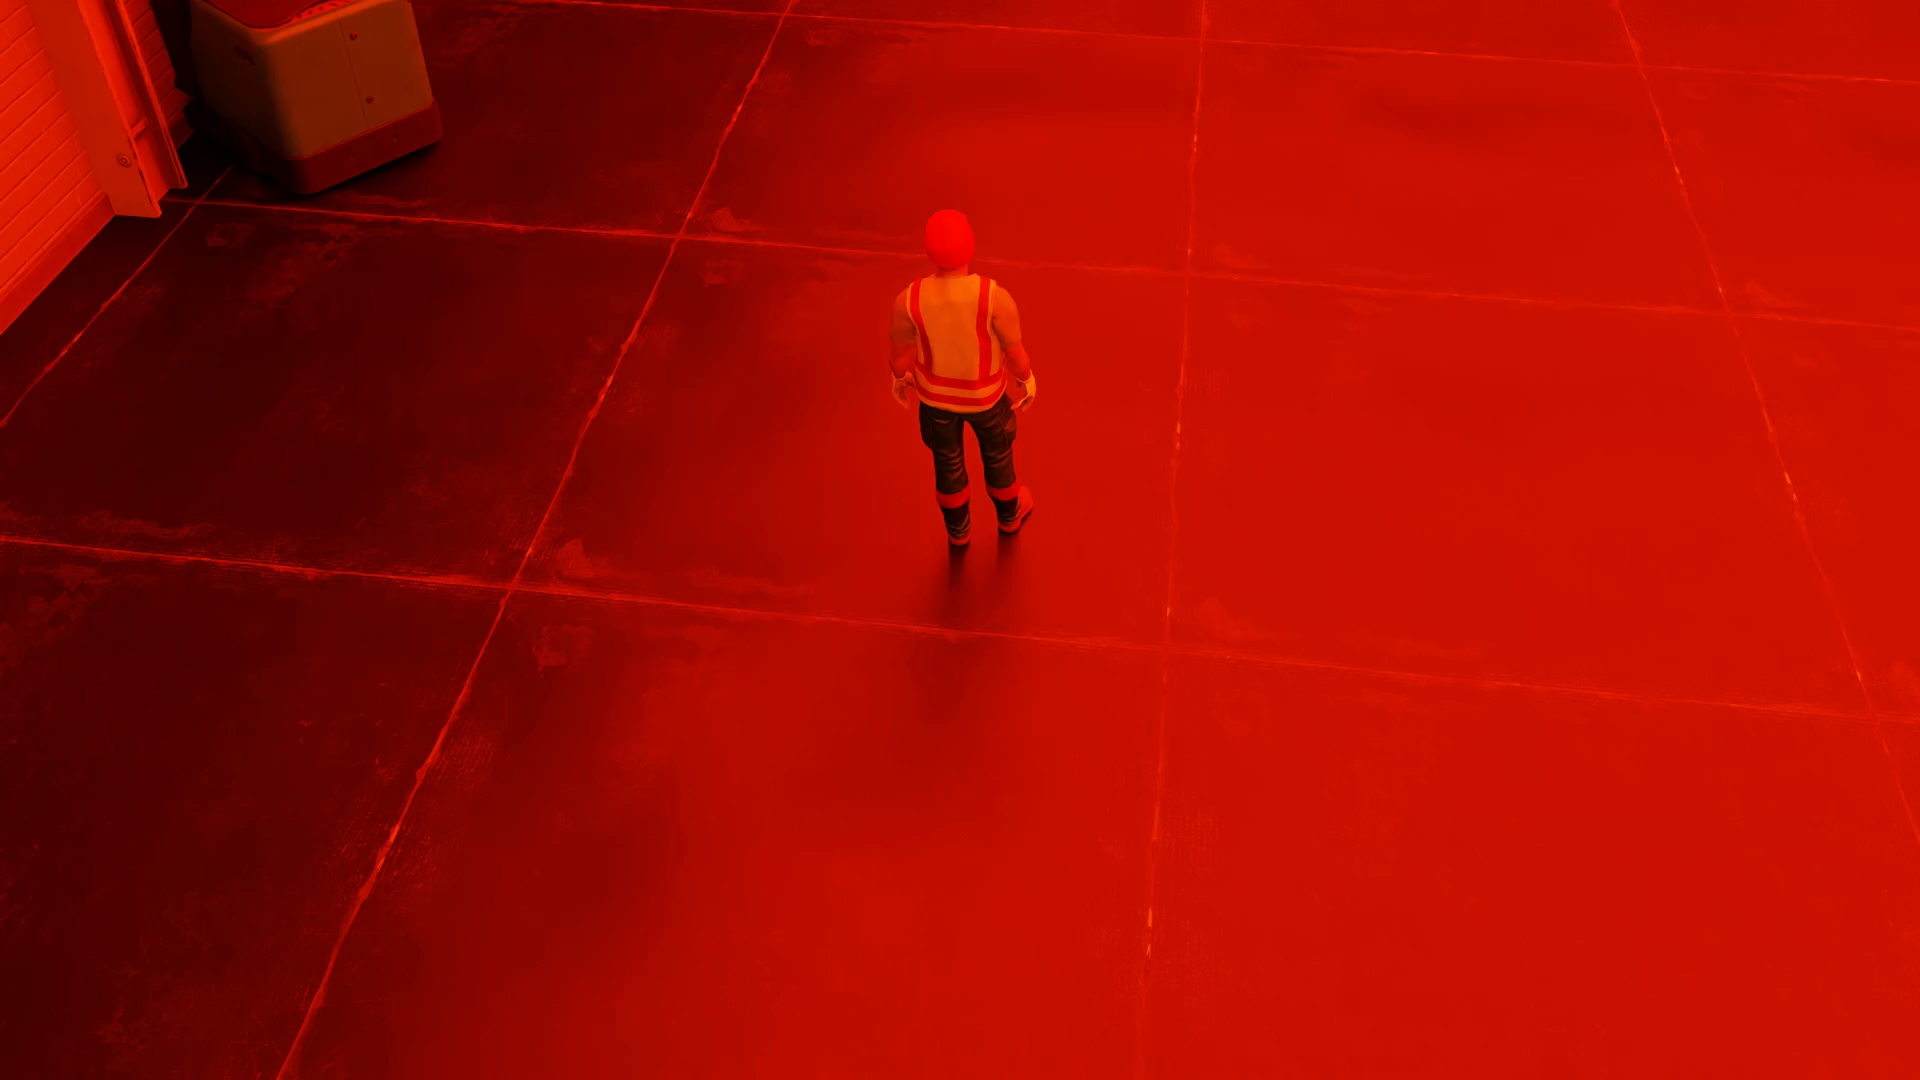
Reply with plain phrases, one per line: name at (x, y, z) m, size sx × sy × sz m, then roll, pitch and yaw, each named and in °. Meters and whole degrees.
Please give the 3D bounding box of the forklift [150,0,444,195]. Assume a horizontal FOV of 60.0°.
forklift at (-4.704, -4.045, 10.127) m, size 3.031 × 2.935 × 1.130 m, roll 32°, pitch 52°, yaw 30°

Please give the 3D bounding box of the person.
person at (0.023, -0.717, 7.338) m, size 0.637 × 1.787 × 0.564 m, roll 5°, pitch 43°, yaw 6°
